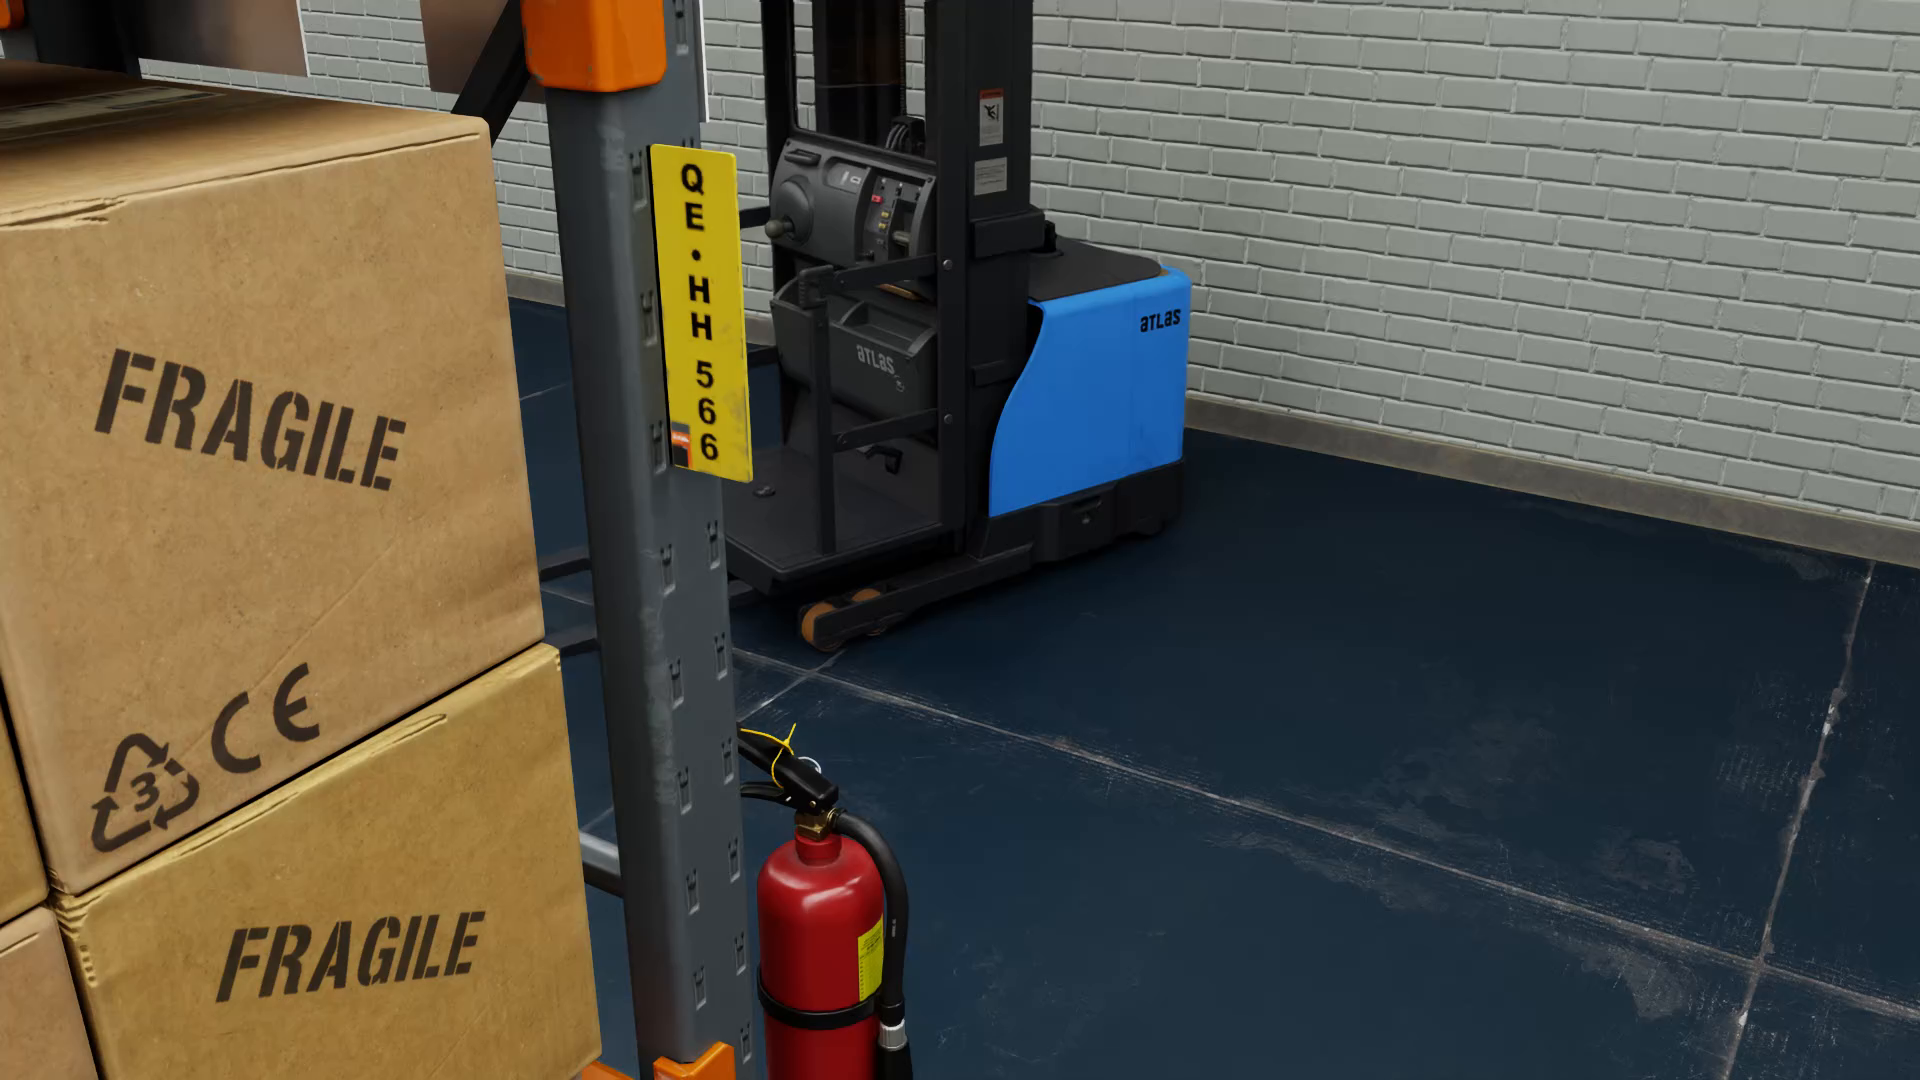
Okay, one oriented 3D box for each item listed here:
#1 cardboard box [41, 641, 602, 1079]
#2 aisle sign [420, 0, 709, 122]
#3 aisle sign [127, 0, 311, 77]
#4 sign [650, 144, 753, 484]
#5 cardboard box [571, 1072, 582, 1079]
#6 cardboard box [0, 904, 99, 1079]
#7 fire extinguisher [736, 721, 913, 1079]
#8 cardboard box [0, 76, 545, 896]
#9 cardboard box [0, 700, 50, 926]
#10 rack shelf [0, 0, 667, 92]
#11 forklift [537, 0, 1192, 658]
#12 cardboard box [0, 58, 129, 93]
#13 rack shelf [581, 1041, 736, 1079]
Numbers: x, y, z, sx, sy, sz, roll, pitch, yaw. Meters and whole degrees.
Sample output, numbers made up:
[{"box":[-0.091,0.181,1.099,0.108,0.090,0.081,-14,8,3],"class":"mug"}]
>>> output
[{"box":[-0.729,0.360,1.641,0.500,0.500,0.500,14,27,30],"class":"cardboard box"},{"box":[-0.418,-0.818,1.591,0.394,0.787,0.004,14,27,29],"class":"aisle sign"},{"box":[-0.927,-0.943,1.881,0.394,0.787,0.004,14,27,29],"class":"aisle sign"},{"box":[-0.250,-0.216,1.618,0.100,0.325,0.005,14,27,29],"class":"sign"},{"box":[-0.643,0.622,1.854,0.380,0.149,0.250,14,27,29],"class":"cardboard box"},{"box":[-1.006,0.533,1.242,0.500,0.500,0.500,13,27,28],"class":"cardboard box"},{"box":[-0.186,0.556,2.258,0.296,0.674,0.183,14,27,29],"class":"fire extinguisher"},{"box":[-0.741,-0.097,1.441,0.500,0.500,0.500,13,27,28],"class":"cardboard box"},{"box":[-1.008,0.074,1.046,0.500,0.500,0.500,13,27,27],"class":"cardboard box"},{"box":[-1.766,-0.034,0.183,1.077,0.370,4.000,14,27,29],"class":"rack shelf"},{"box":[-0.556,-1.191,5.813,3.031,2.935,1.130,-17,29,-34],"class":"forklift"},{"box":[-1.173,-0.208,1.696,0.500,0.500,0.500,14,27,29],"class":"cardboard box"},{"box":[-1.766,1.342,0.779,1.077,0.370,4.000,14,27,29],"class":"rack shelf"}]
